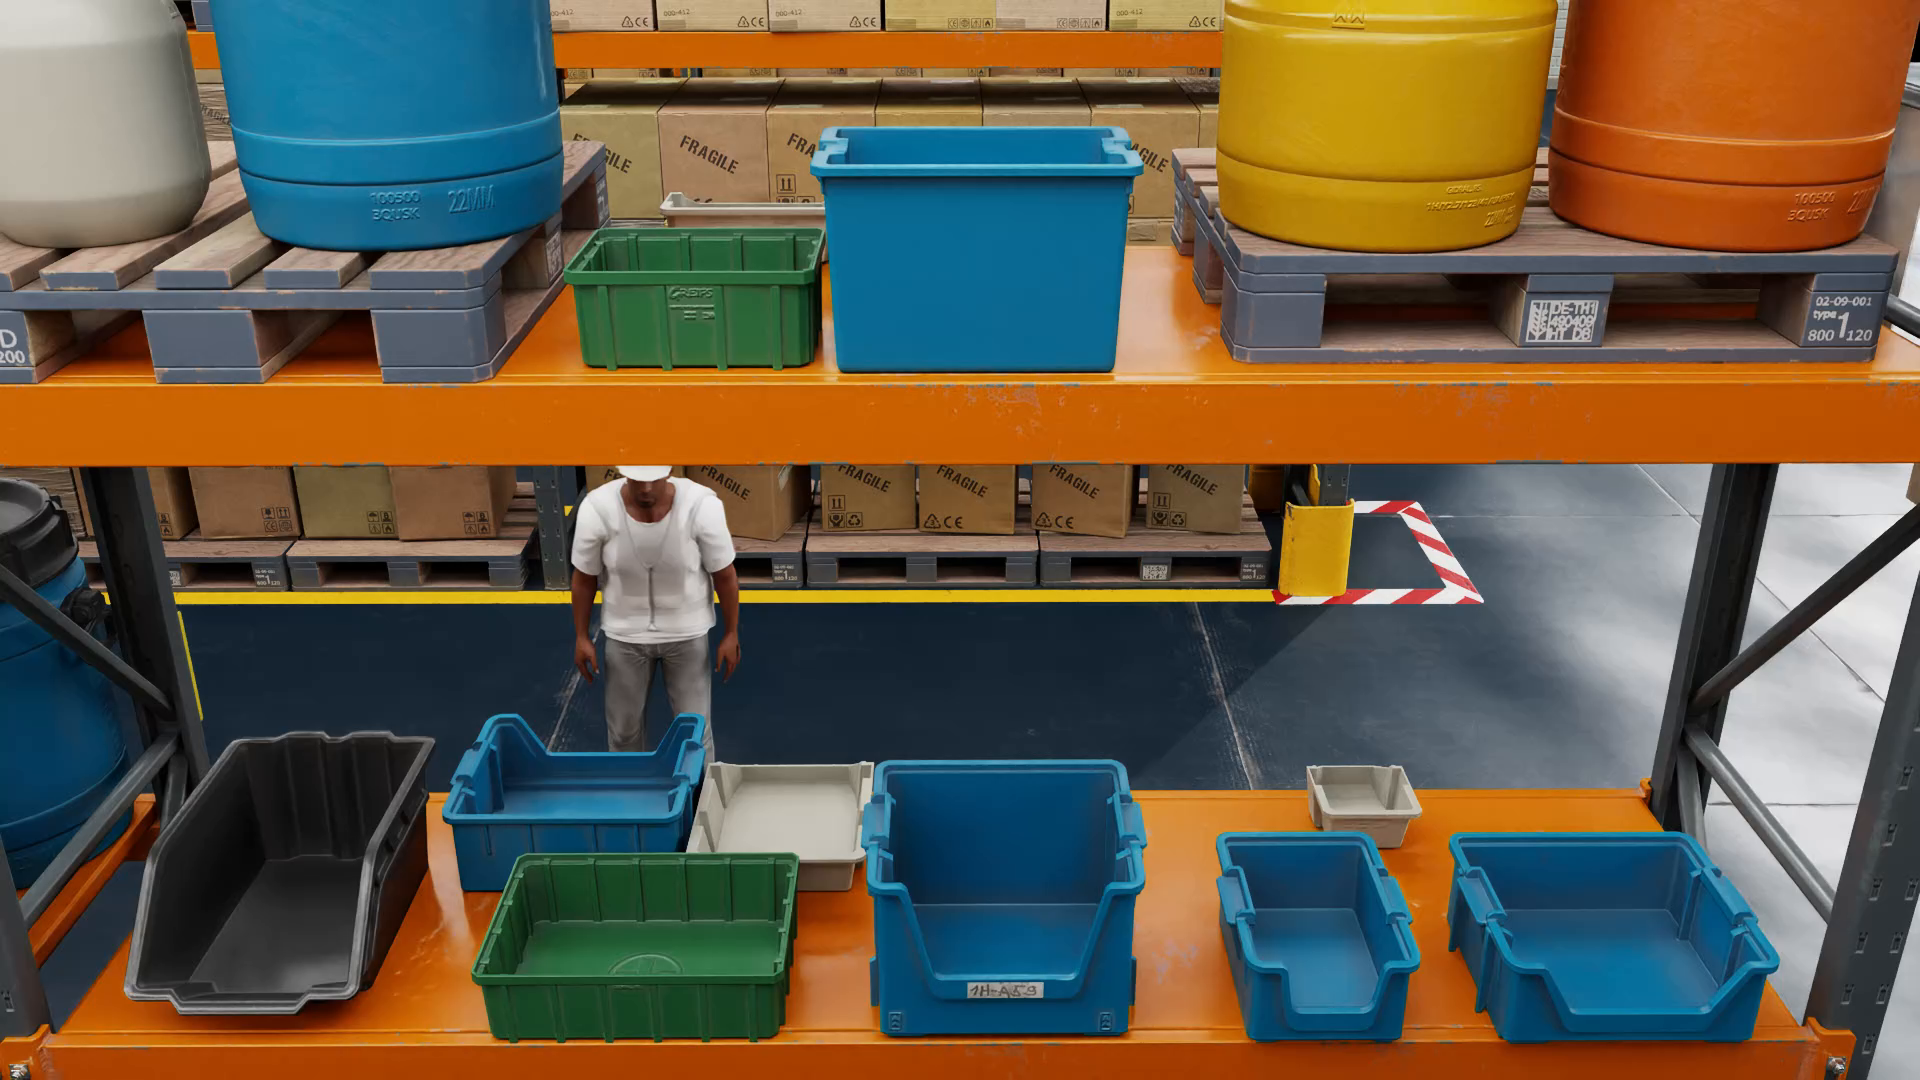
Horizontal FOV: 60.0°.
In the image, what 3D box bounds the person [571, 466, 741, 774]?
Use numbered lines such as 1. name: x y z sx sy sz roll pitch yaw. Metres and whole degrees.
1. person: -1.140 0.368 6.254 0.627 1.759 0.463 -1 24 -3
